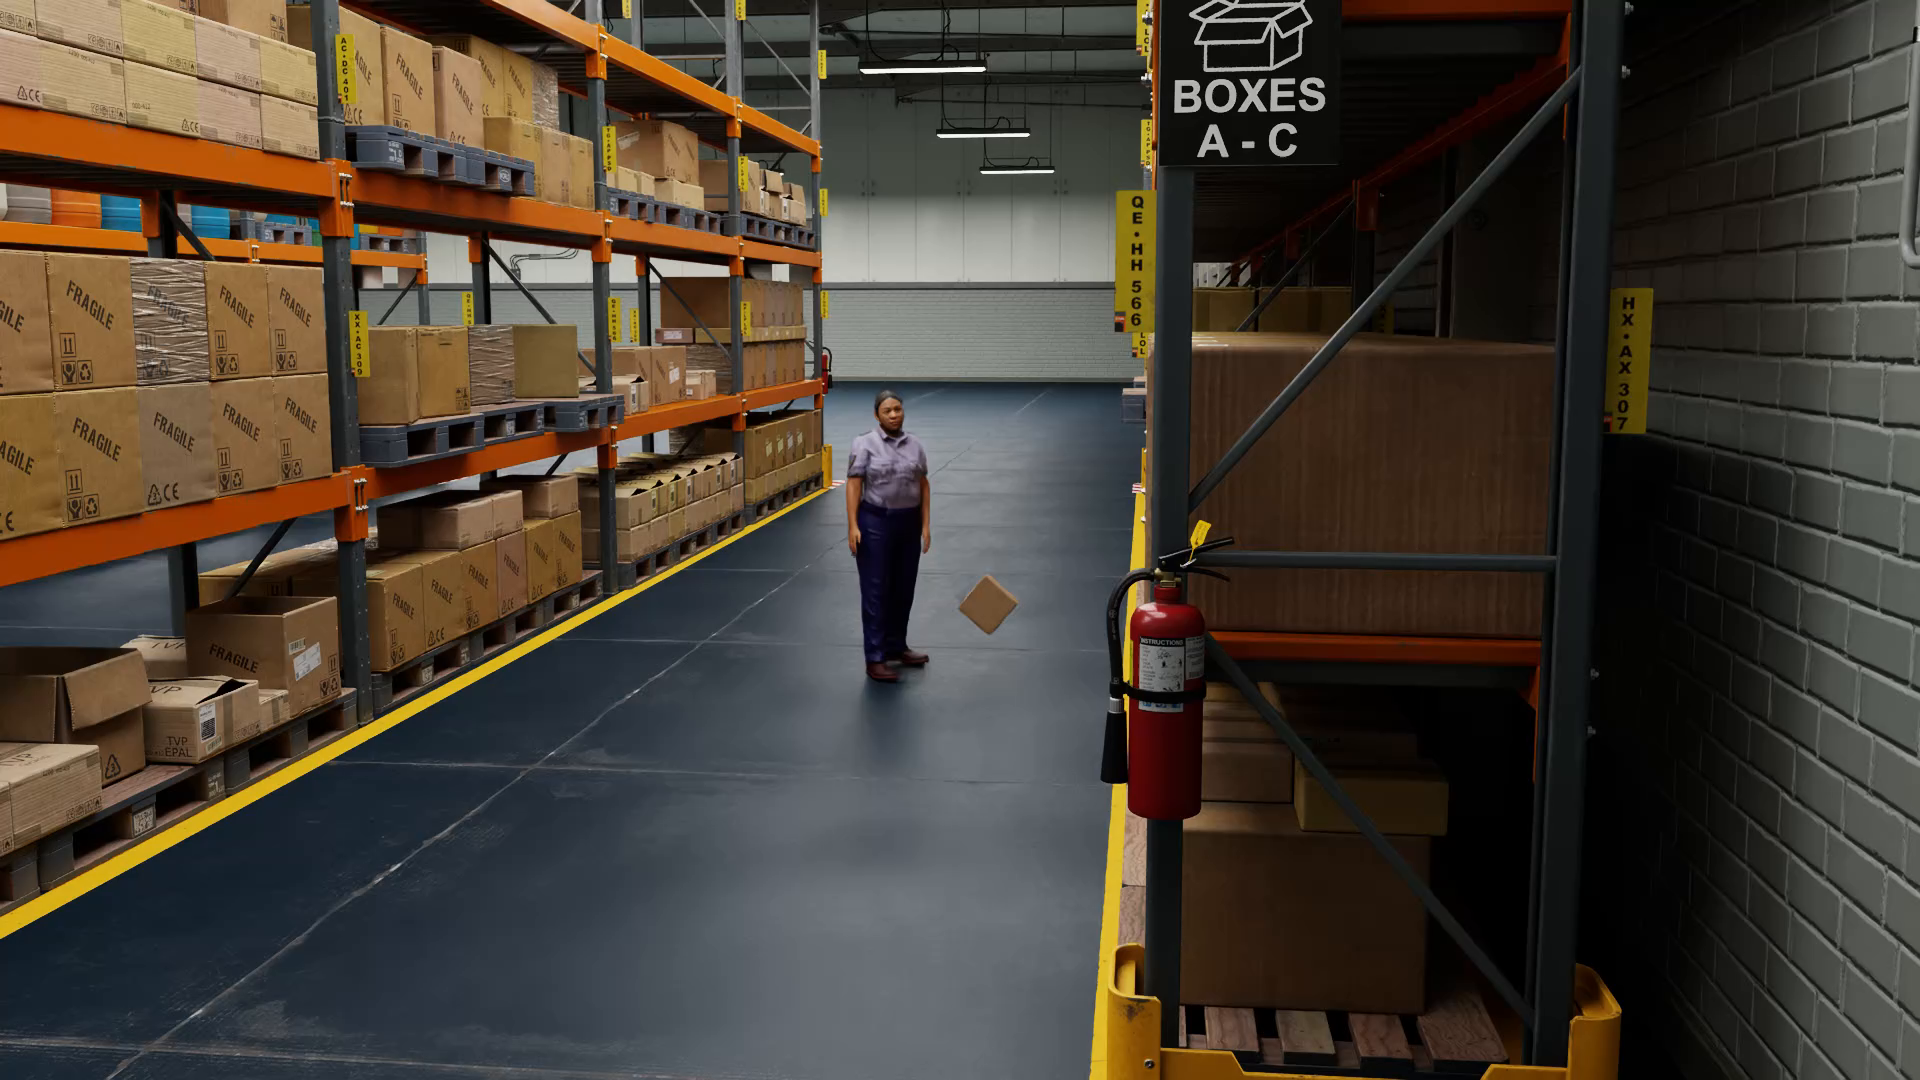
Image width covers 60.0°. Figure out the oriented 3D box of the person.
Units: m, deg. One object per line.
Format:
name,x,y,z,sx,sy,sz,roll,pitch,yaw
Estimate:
person,-0.402,-0.047,9.645,0.602,1.644,0.558,-5,9,-33
